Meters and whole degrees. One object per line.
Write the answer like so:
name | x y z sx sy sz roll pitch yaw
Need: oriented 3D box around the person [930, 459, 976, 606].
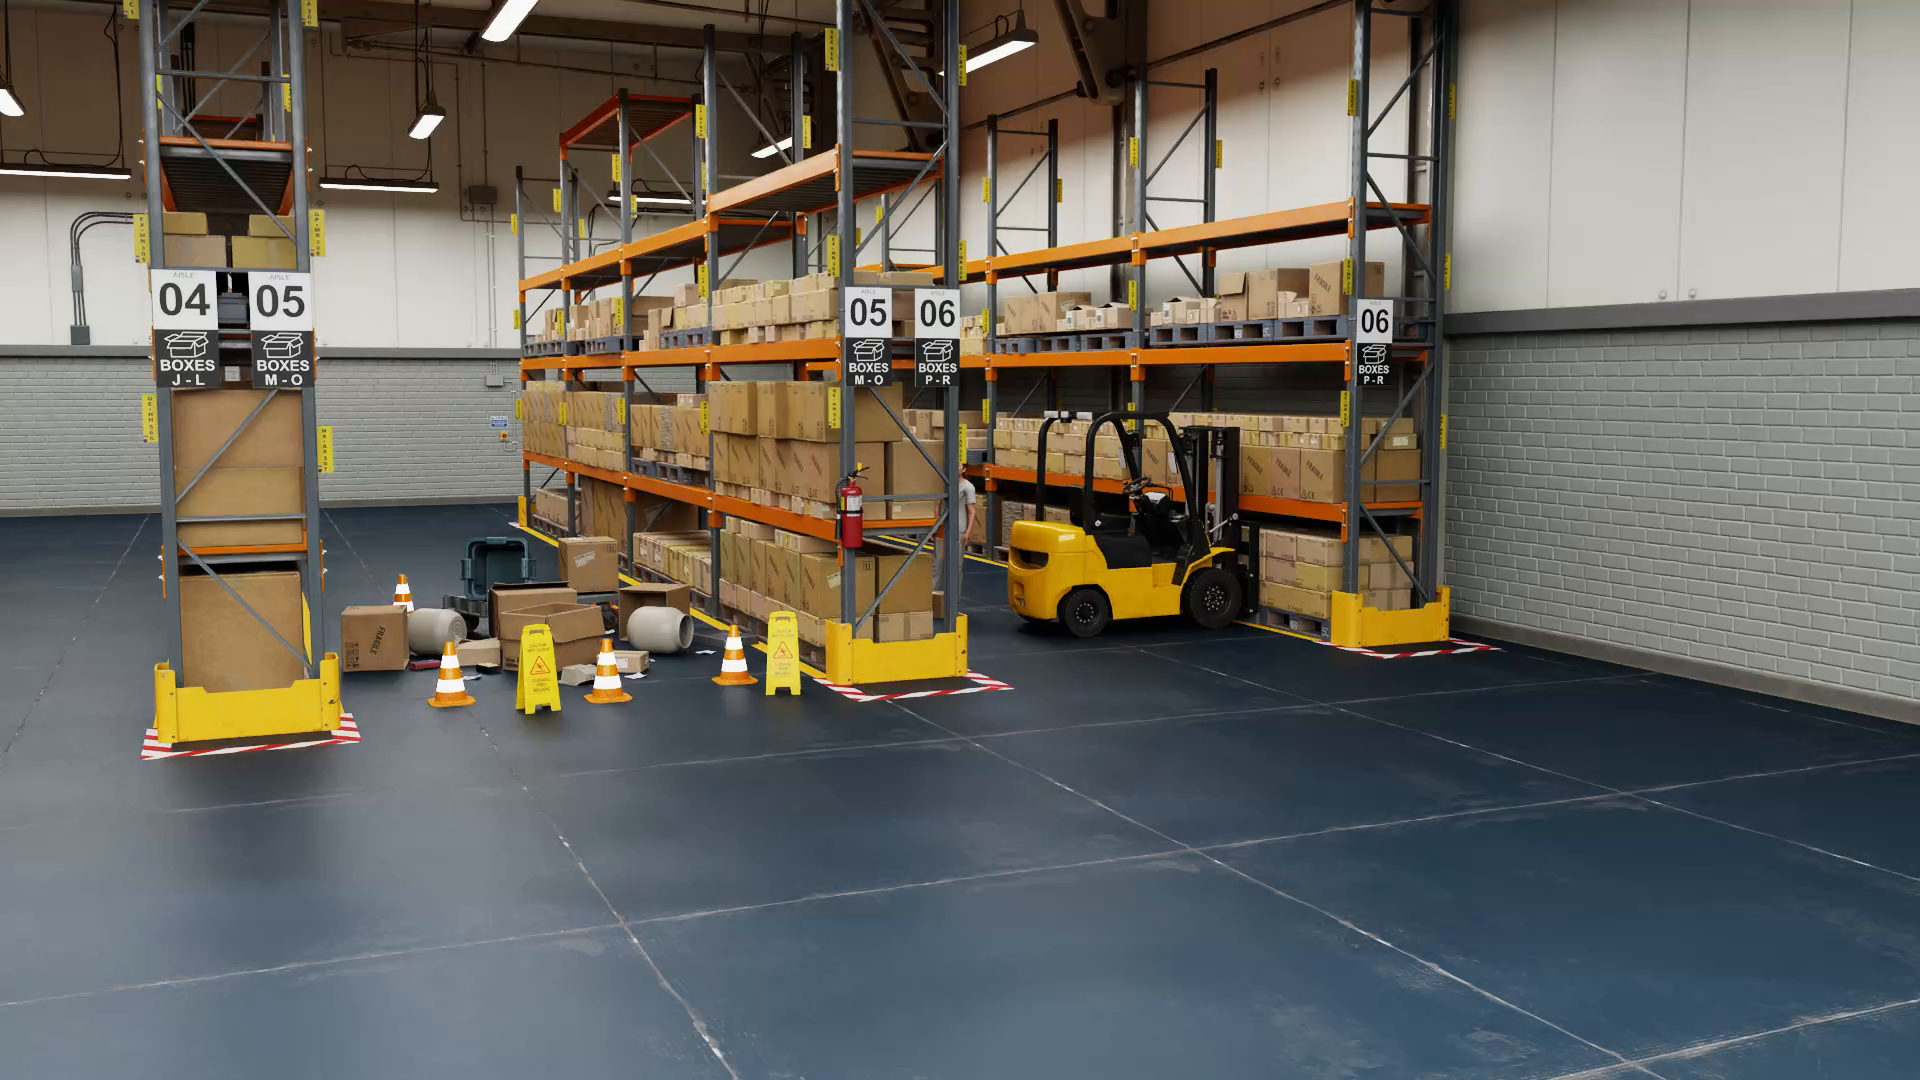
person | -0.125 -0.062 17.516 0.550 1.677 0.550 4 7 37
